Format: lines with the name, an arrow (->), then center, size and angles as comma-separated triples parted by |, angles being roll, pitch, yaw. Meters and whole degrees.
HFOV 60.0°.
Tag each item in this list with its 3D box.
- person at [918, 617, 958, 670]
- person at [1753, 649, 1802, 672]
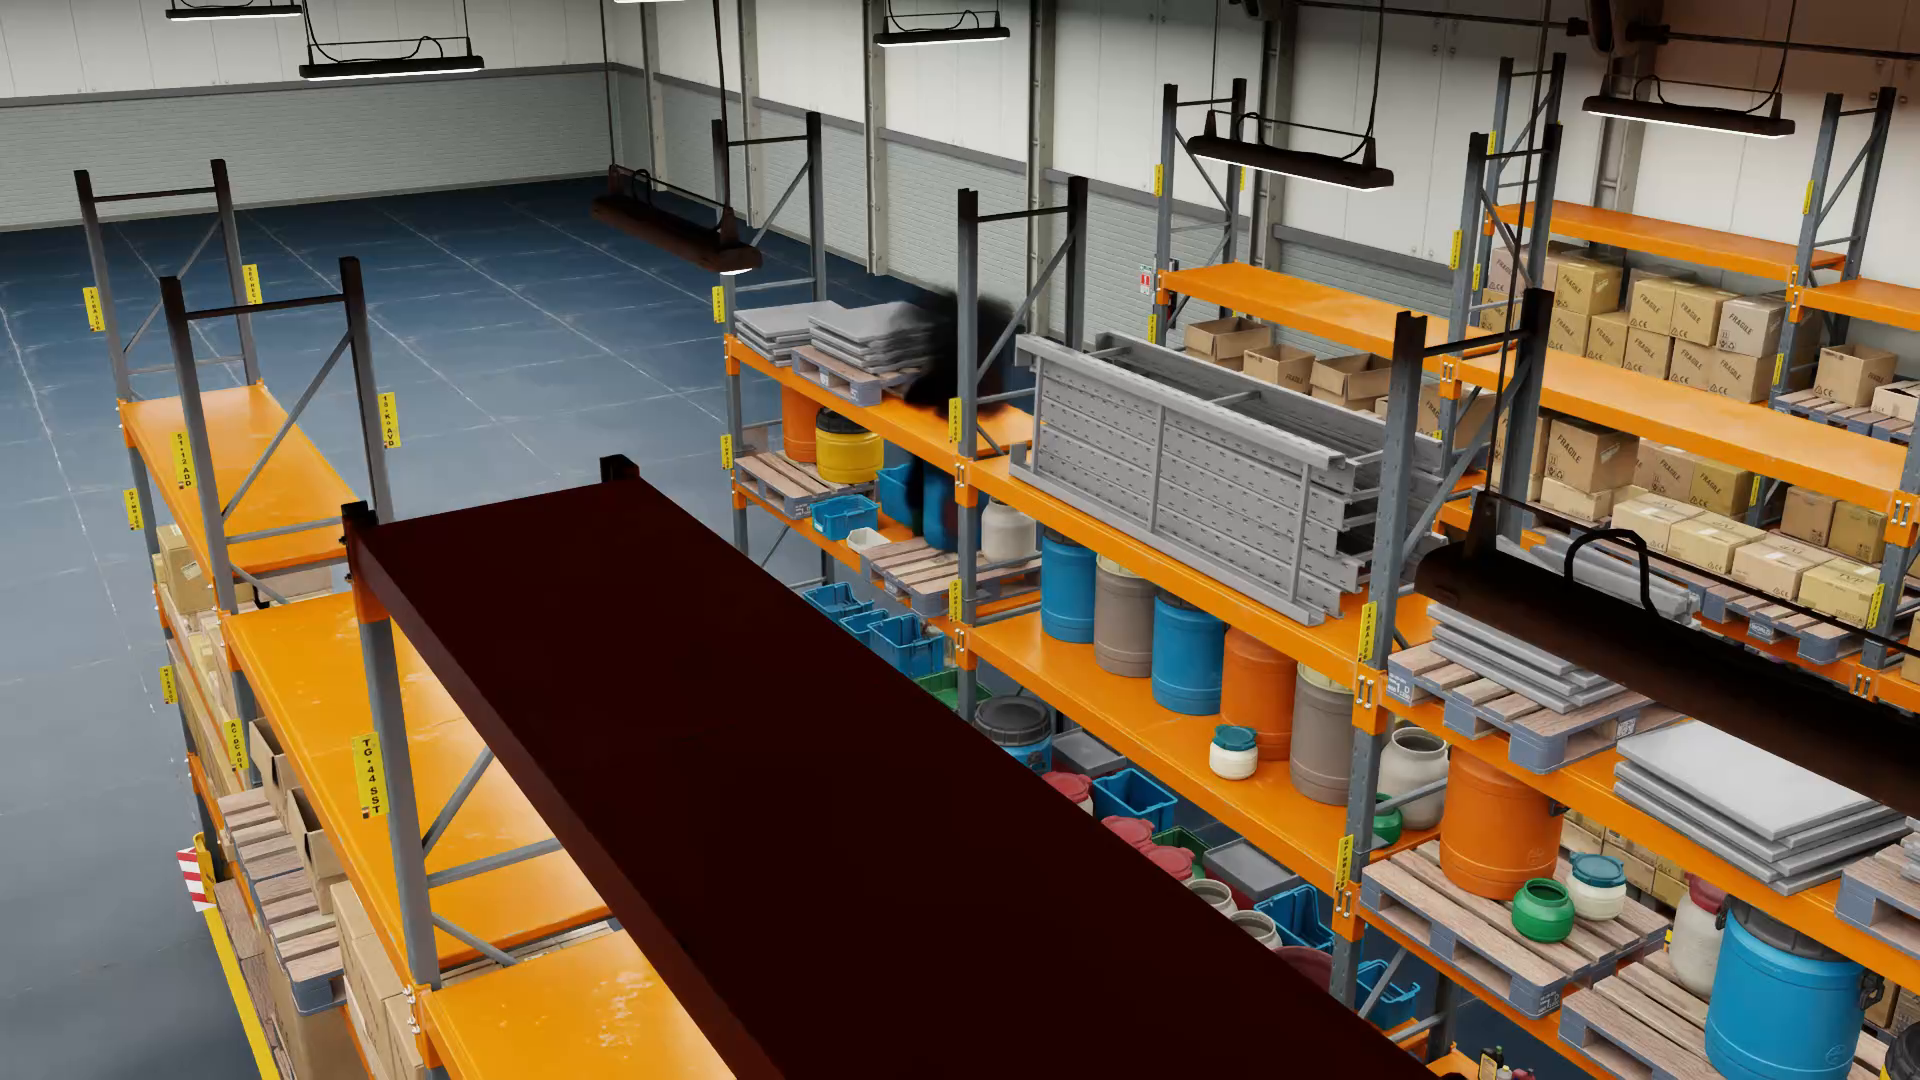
person -> -0.214, 0.899, 16.886 | 0.883, 1.660, 0.591 | 12, 25, 28
person -> 7.464, 1.480, 15.501 | 0.546, 1.593, 0.887 | -17, 28, -37
